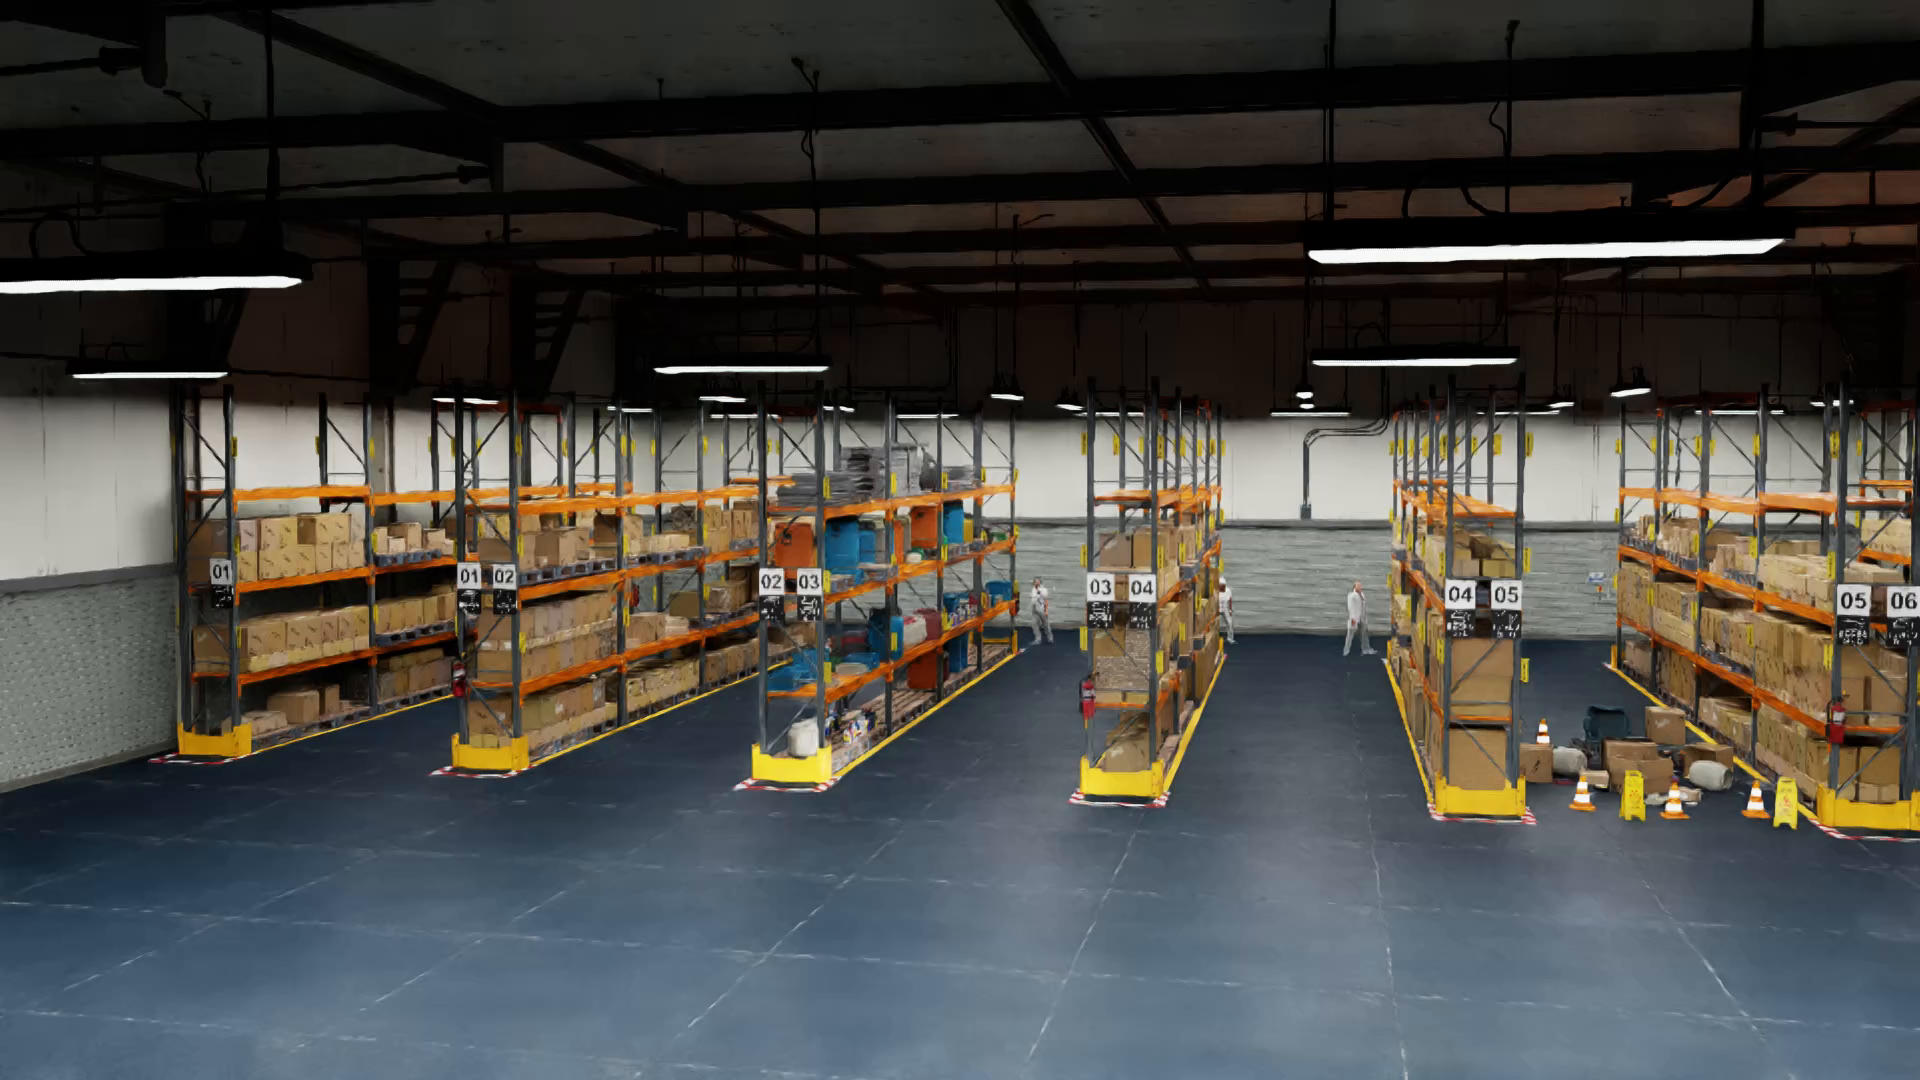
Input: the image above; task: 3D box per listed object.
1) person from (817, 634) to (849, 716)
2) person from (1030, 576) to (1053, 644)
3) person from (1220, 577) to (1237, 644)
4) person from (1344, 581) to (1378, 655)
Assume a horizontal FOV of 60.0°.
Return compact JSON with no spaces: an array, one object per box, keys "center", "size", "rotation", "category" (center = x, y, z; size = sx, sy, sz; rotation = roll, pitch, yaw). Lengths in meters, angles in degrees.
[{"center":[-2.329,2.503,30.708],"size":[0.407,1.533,0.962],"rotation":[1,3,21],"category":"person"},{"center":[2.079,1.772,42.256],"size":[0.584,1.746,0.577],"rotation":[-3,4,-41],"category":"person"},{"center":[6.636,1.777,42.321],"size":[0.714,1.696,0.823],"rotation":[0,3,-5],"category":"person"},{"center":[9.587,1.864,39.989],"size":[0.778,1.768,0.614],"rotation":[-3,4,-39],"category":"person"}]
